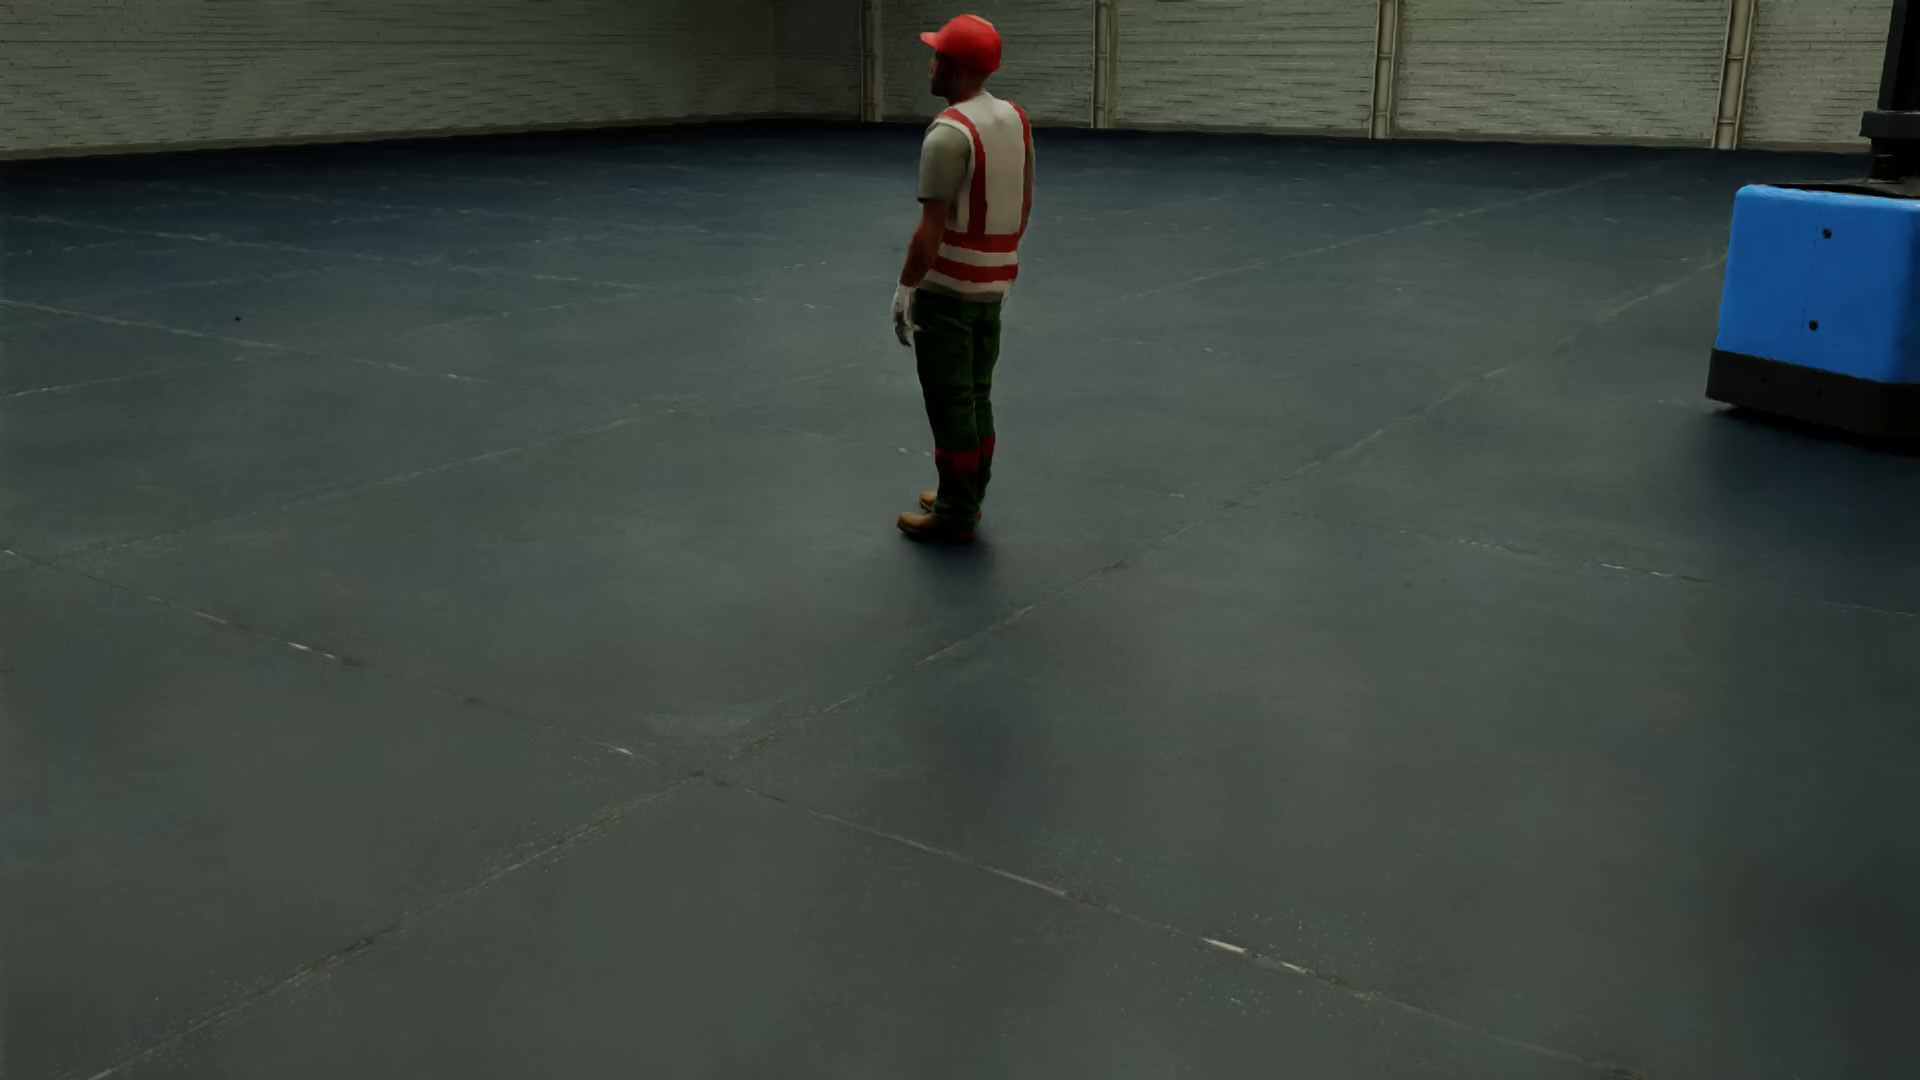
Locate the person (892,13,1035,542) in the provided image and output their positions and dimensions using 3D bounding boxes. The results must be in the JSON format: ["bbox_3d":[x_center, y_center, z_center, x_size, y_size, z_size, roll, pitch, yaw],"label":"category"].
[{"bbox_3d":[-0.060,-0.880,5.742,0.563,1.787,0.637,11,20,33],"label":"person"}]

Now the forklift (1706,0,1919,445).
[{"bbox_3d":[5.151,-2.076,7.775,3.031,2.935,1.130,-7,18,-23],"label":"forklift"}]
